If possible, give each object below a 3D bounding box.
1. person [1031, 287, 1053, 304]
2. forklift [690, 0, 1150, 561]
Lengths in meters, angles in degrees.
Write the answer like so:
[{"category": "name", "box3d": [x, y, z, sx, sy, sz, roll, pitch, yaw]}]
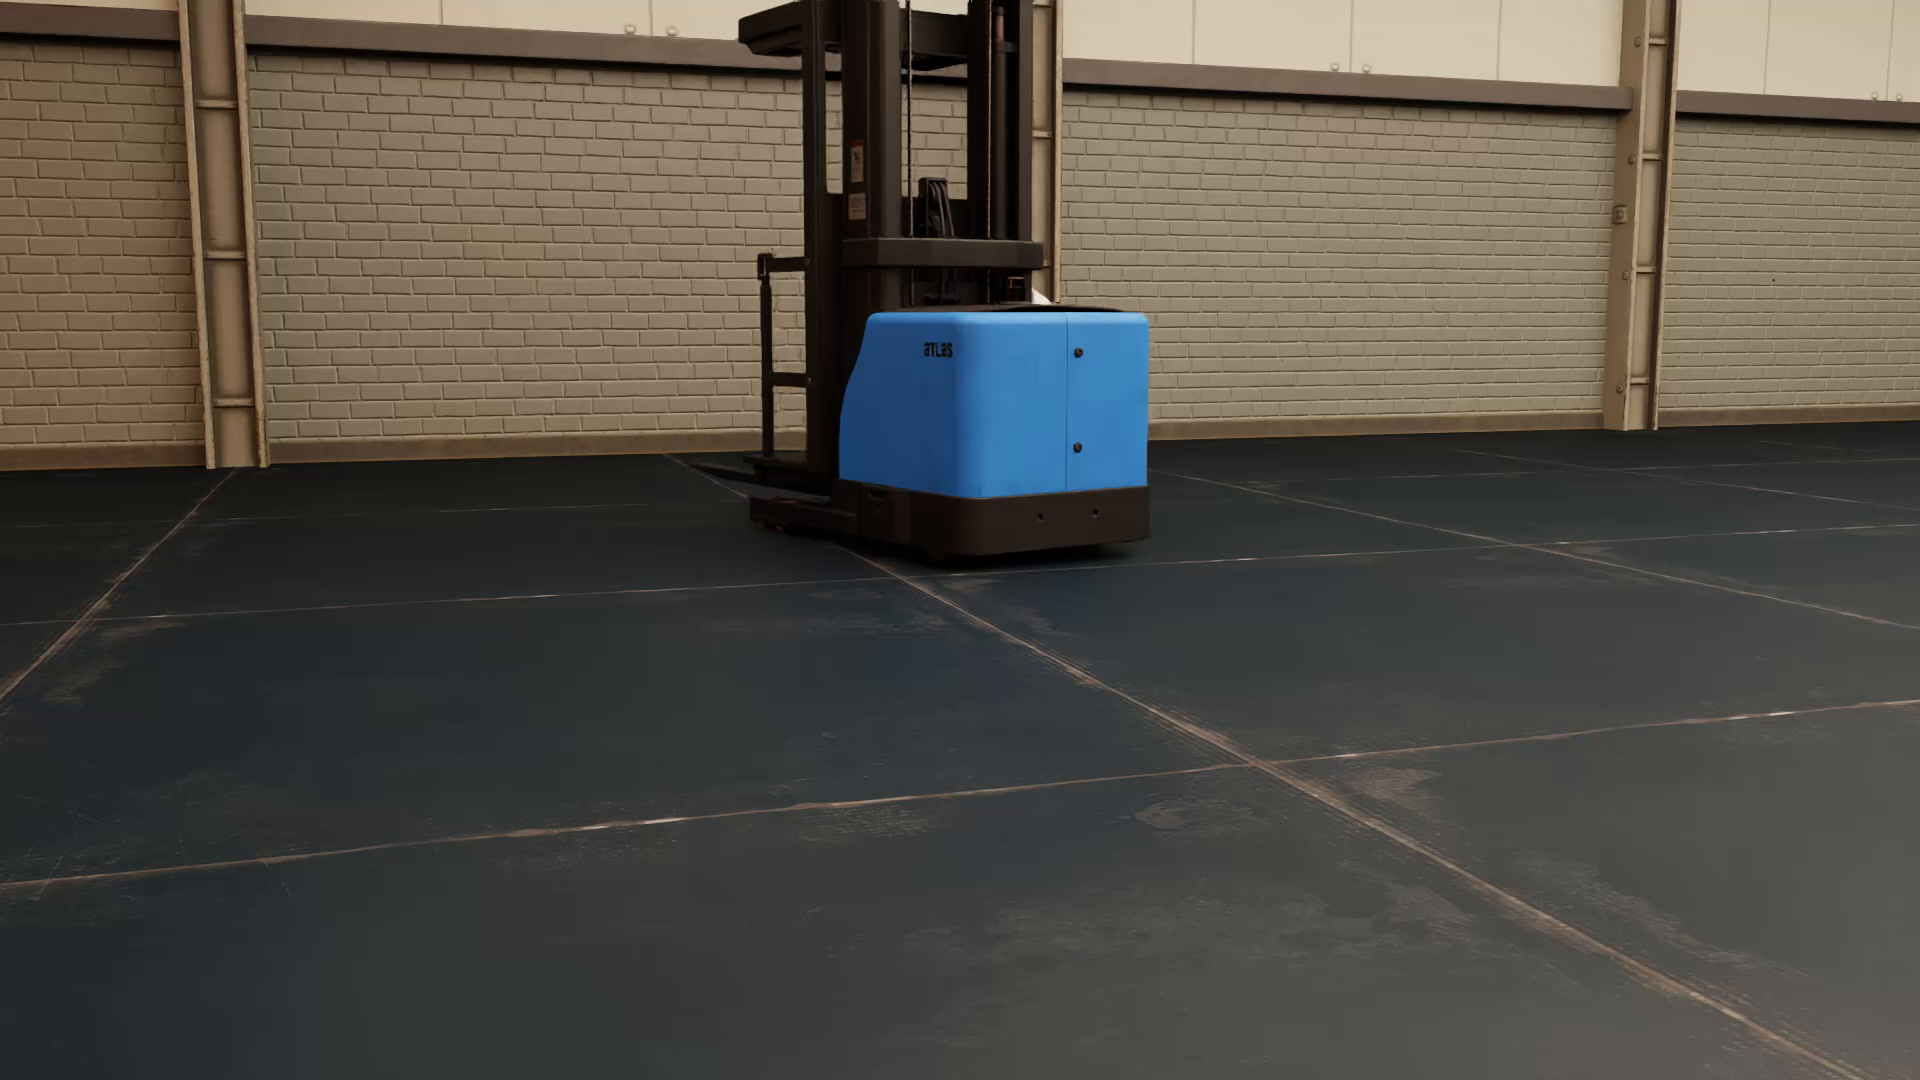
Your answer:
[{"category": "person", "box3d": [0.365, -1.168, 11.110, 0.939, 1.535, 0.823, 0, 8, -2]}, {"category": "forklift", "box3d": [-0.398, -1.518, 8.206, 1.130, 2.935, 3.031, -5, 9, -34]}]
